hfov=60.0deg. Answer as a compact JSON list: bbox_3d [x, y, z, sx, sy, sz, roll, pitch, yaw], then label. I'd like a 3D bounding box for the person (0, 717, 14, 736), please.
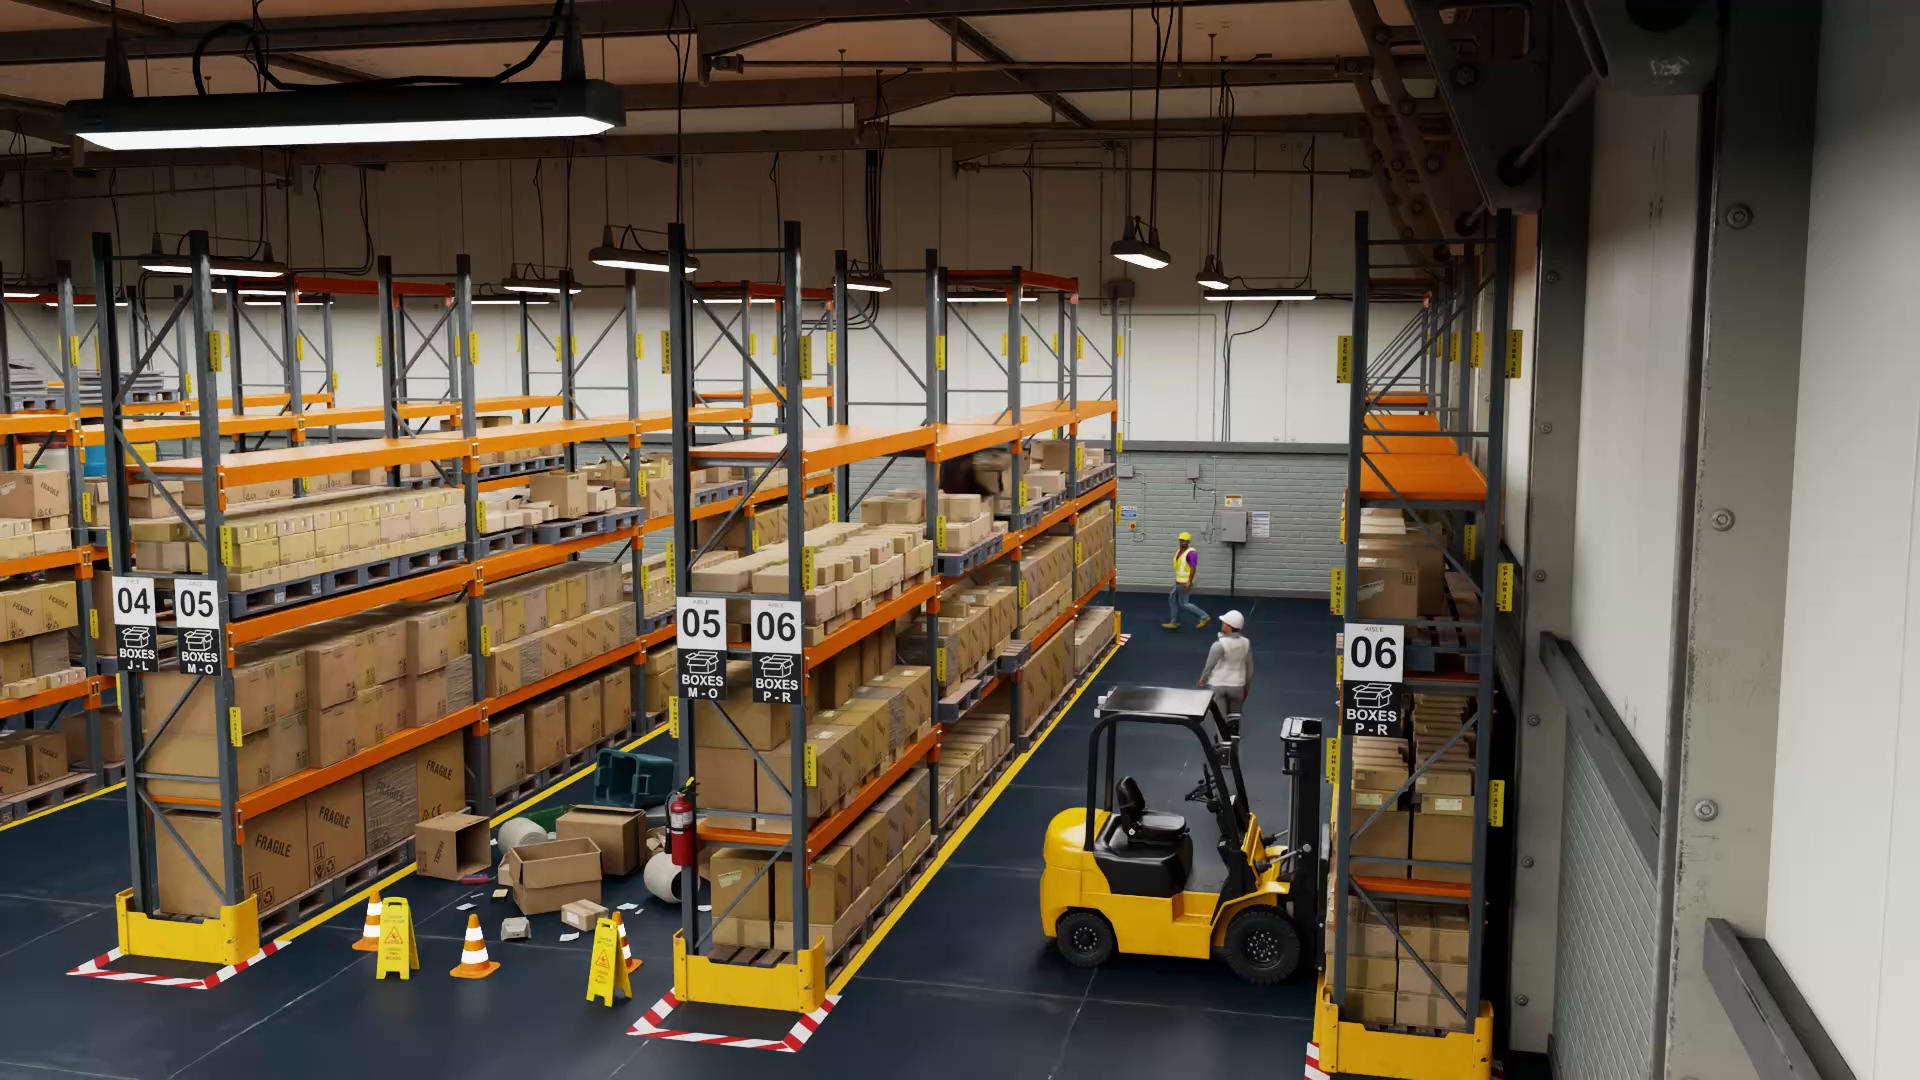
[{"bbox_3d":[-12.353,1.750,21.467,0.420,1.601,0.447,-6,9,-40],"label":"person"}]

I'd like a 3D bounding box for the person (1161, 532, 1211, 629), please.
[{"bbox_3d":[3.999,0.721,29.341,0.866,1.730,0.583,1,7,9],"label":"person"}]

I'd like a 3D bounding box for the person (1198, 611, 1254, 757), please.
[{"bbox_3d":[3.048,1.686,19.053,0.618,1.805,0.750,0,7,1],"label":"person"}]
